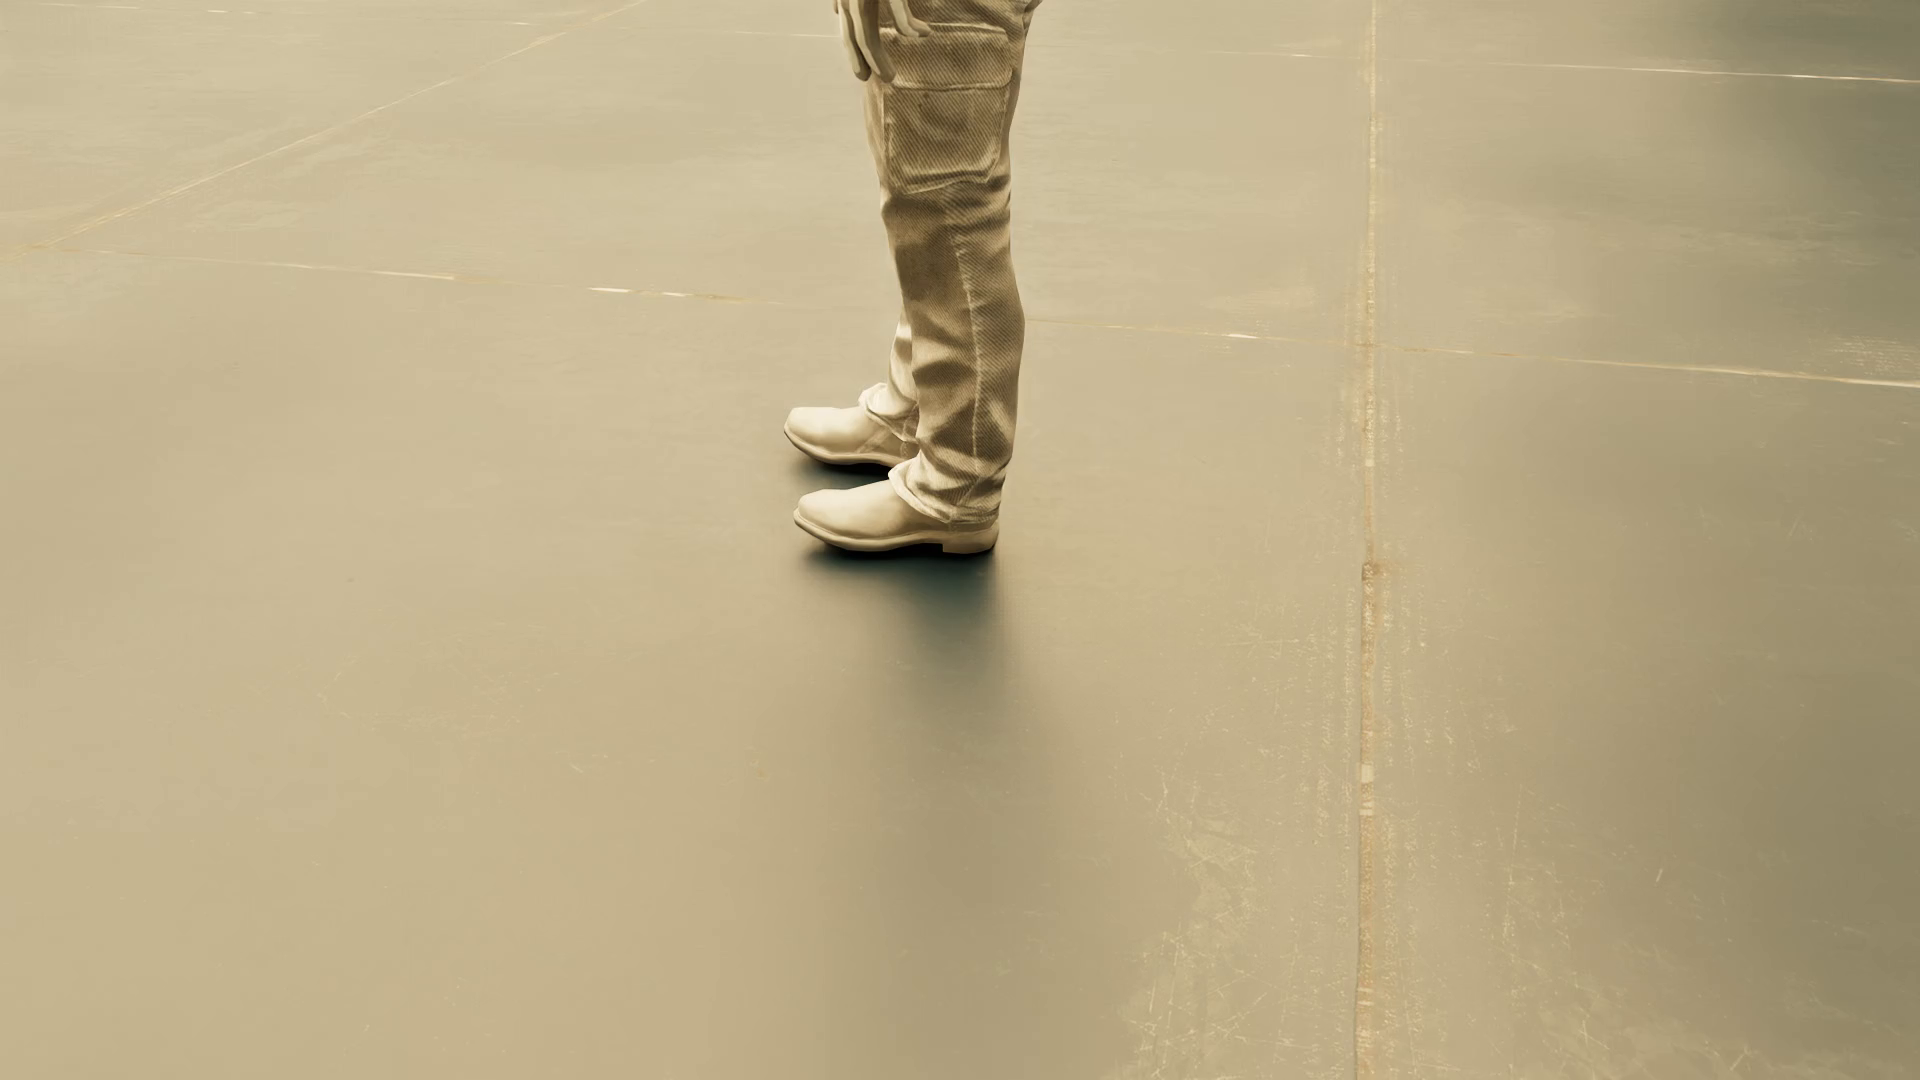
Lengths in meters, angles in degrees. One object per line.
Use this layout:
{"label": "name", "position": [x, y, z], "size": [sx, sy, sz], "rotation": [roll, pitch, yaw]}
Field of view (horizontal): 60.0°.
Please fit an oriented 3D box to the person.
{"label": "person", "position": [-0.069, -0.813, 2.117], "size": [0.575, 1.785, 0.657], "rotation": [6, 27, 11]}
